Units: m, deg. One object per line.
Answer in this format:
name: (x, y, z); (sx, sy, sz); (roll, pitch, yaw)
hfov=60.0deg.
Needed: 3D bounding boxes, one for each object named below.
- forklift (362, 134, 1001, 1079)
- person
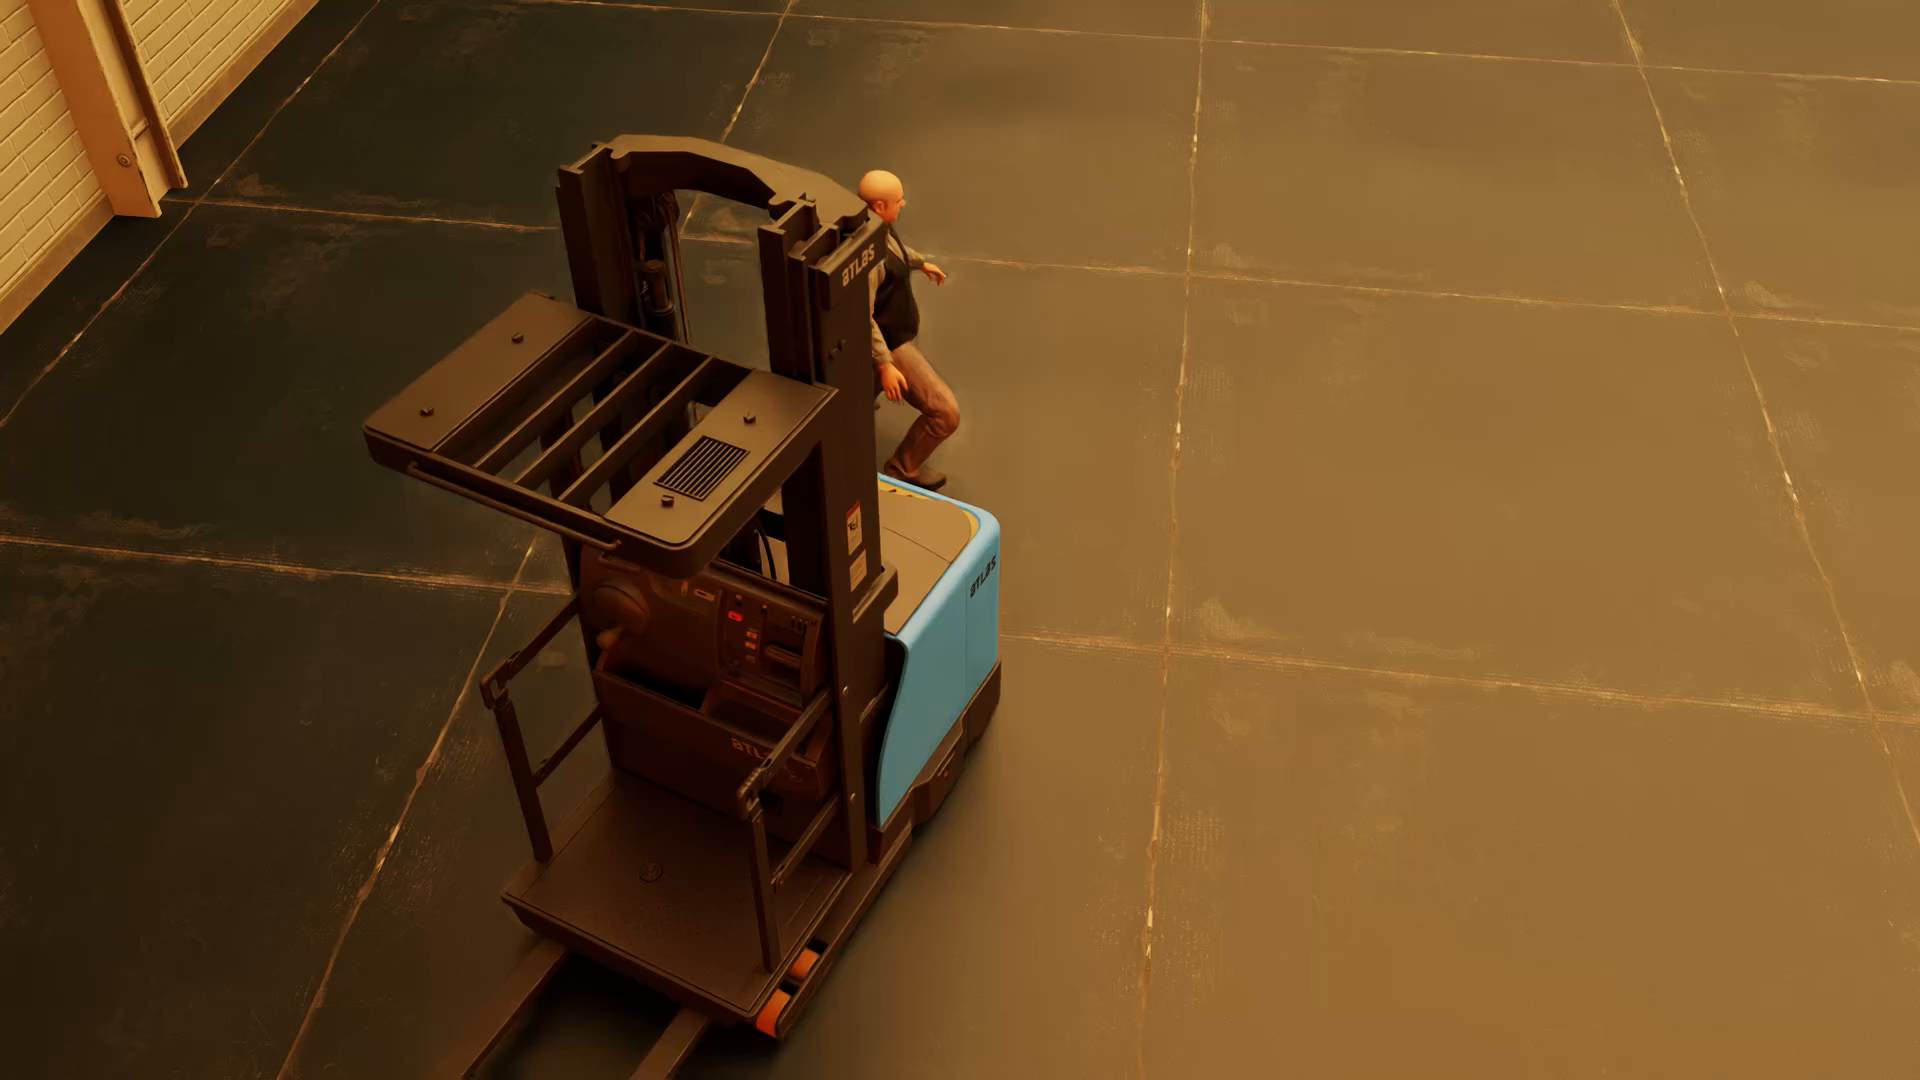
forklift: (-0.962, 0.344, 5.350); (1.130, 2.935, 3.031); (20, 46, 20)
person: (-0.320, -1.016, 7.848); (0.673, 1.599, 0.937); (2, 43, 2)
